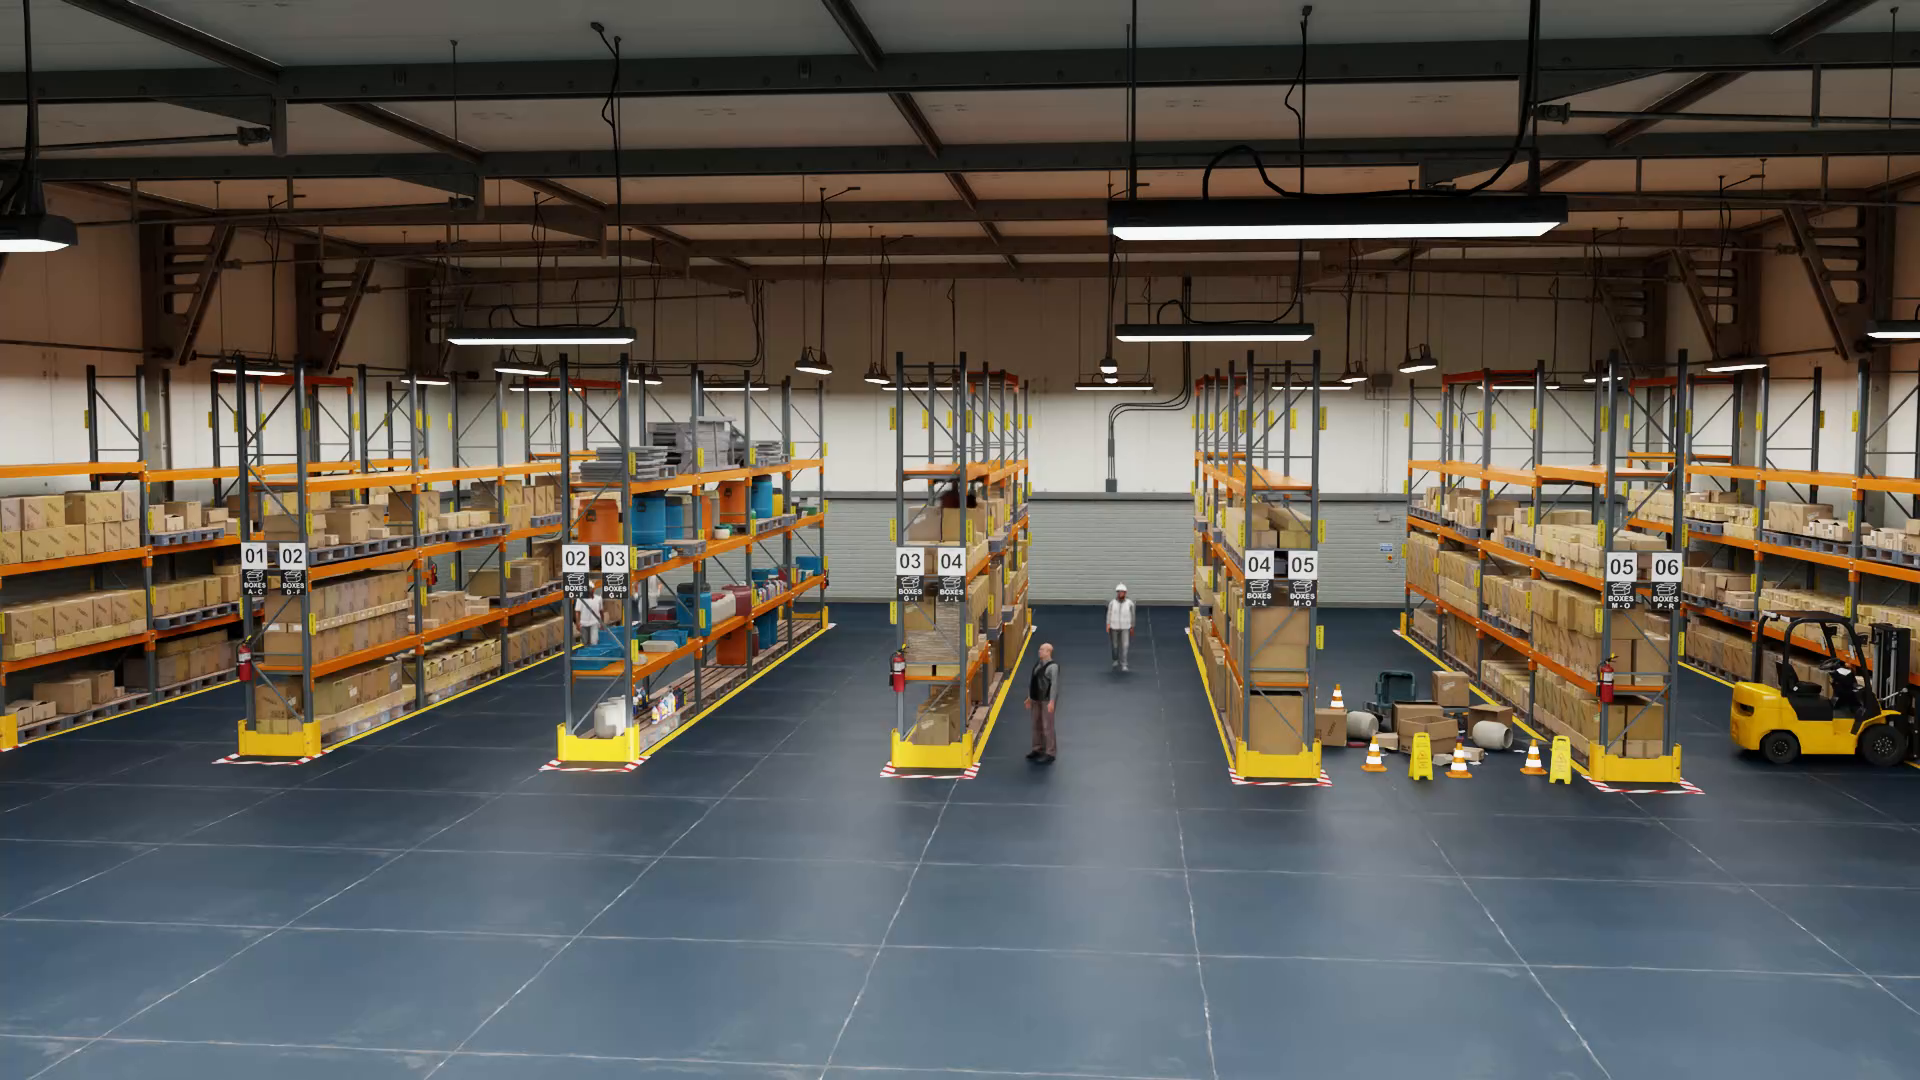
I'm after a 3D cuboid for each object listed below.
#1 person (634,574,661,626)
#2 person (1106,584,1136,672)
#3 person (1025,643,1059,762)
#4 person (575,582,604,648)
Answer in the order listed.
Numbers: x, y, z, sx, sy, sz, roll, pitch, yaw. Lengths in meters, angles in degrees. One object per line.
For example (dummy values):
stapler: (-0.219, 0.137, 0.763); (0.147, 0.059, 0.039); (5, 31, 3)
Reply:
person: (-7.391, 1.369, 39.358); (0.694, 1.812, 0.877); (0, 4, 5)
person: (3.235, 1.761, 33.398); (0.594, 1.733, 0.988); (0, 4, 3)
person: (1.207, 2.392, 24.563); (0.394, 1.718, 0.576); (-3, 5, -34)
person: (-7.603, 1.720, 34.065); (0.549, 1.724, 1.028); (0, 4, -2)
